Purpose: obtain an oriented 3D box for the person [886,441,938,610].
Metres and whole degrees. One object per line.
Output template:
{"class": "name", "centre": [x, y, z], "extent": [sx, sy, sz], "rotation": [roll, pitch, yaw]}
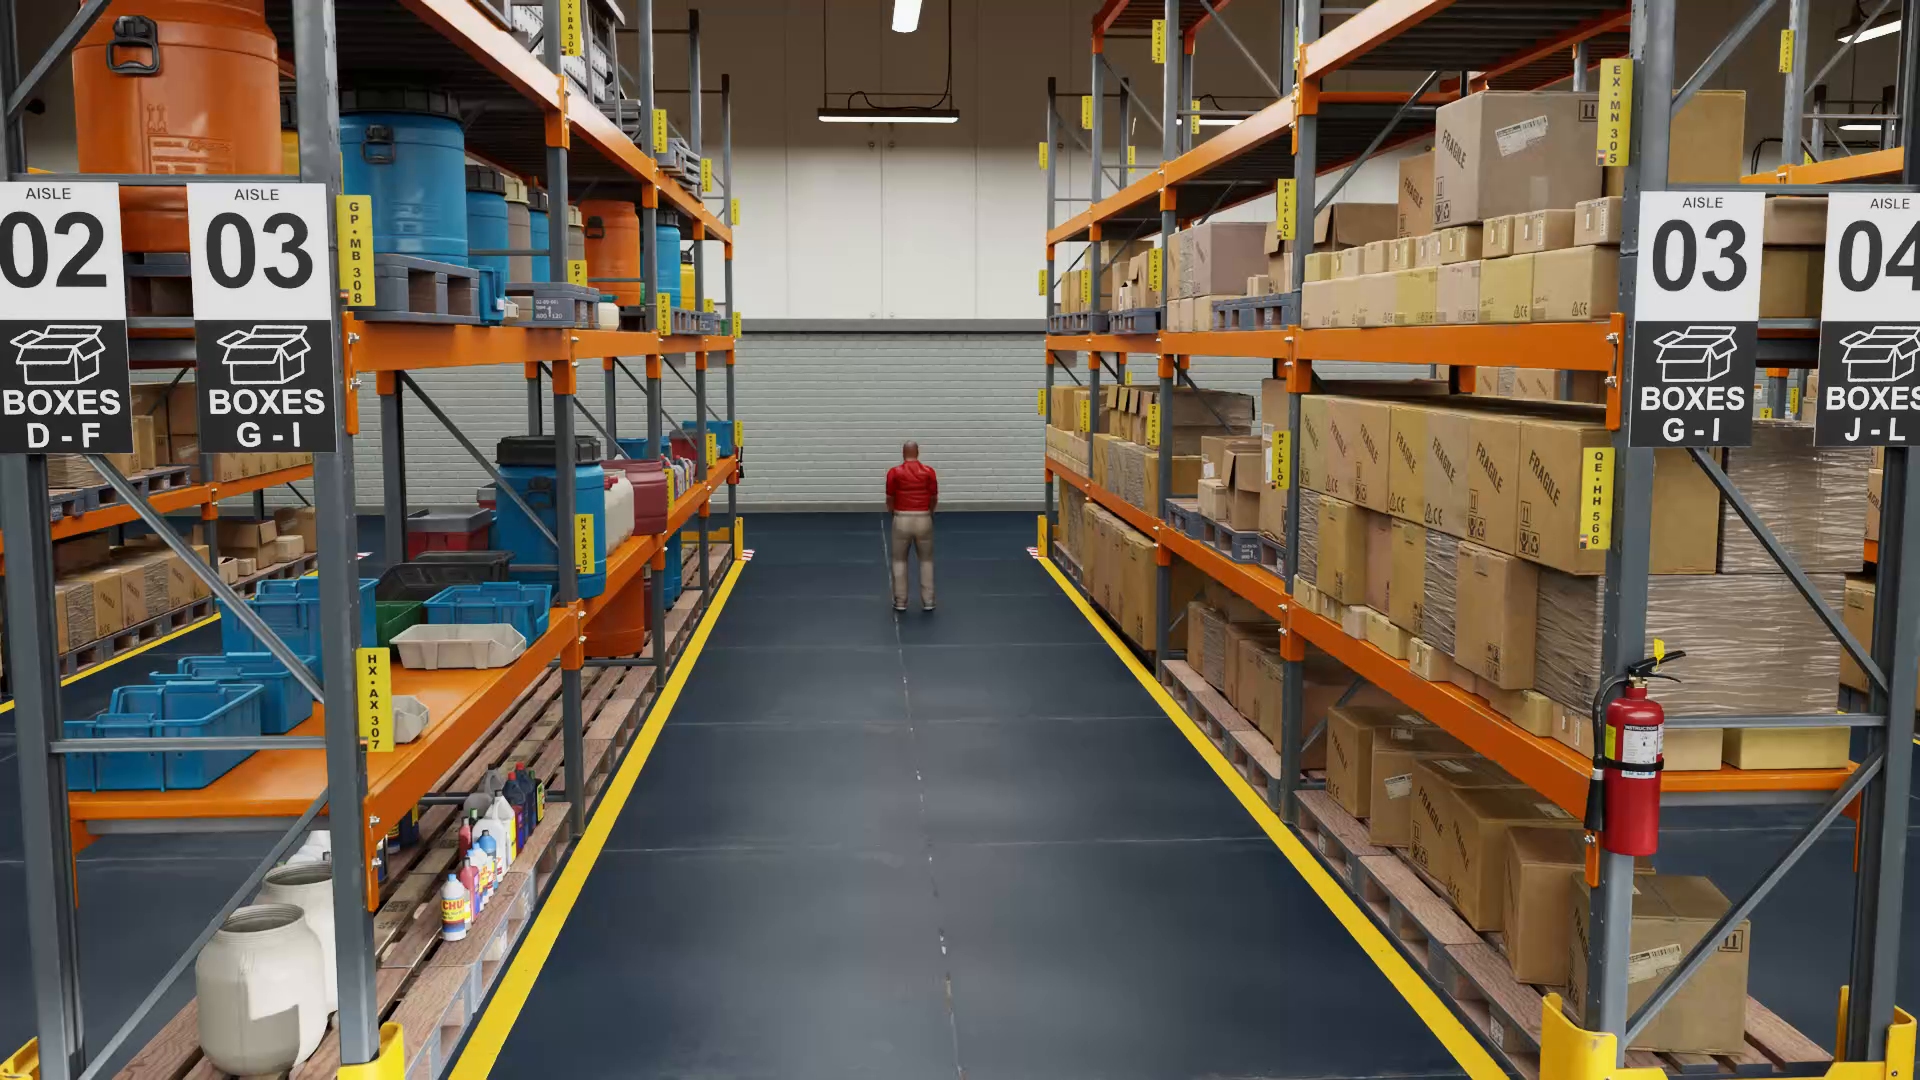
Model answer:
{"class": "person", "centre": [-0.496, -0.152, 17.049], "extent": [0.533, 1.733, 0.458], "rotation": [-1, 7, -5]}
